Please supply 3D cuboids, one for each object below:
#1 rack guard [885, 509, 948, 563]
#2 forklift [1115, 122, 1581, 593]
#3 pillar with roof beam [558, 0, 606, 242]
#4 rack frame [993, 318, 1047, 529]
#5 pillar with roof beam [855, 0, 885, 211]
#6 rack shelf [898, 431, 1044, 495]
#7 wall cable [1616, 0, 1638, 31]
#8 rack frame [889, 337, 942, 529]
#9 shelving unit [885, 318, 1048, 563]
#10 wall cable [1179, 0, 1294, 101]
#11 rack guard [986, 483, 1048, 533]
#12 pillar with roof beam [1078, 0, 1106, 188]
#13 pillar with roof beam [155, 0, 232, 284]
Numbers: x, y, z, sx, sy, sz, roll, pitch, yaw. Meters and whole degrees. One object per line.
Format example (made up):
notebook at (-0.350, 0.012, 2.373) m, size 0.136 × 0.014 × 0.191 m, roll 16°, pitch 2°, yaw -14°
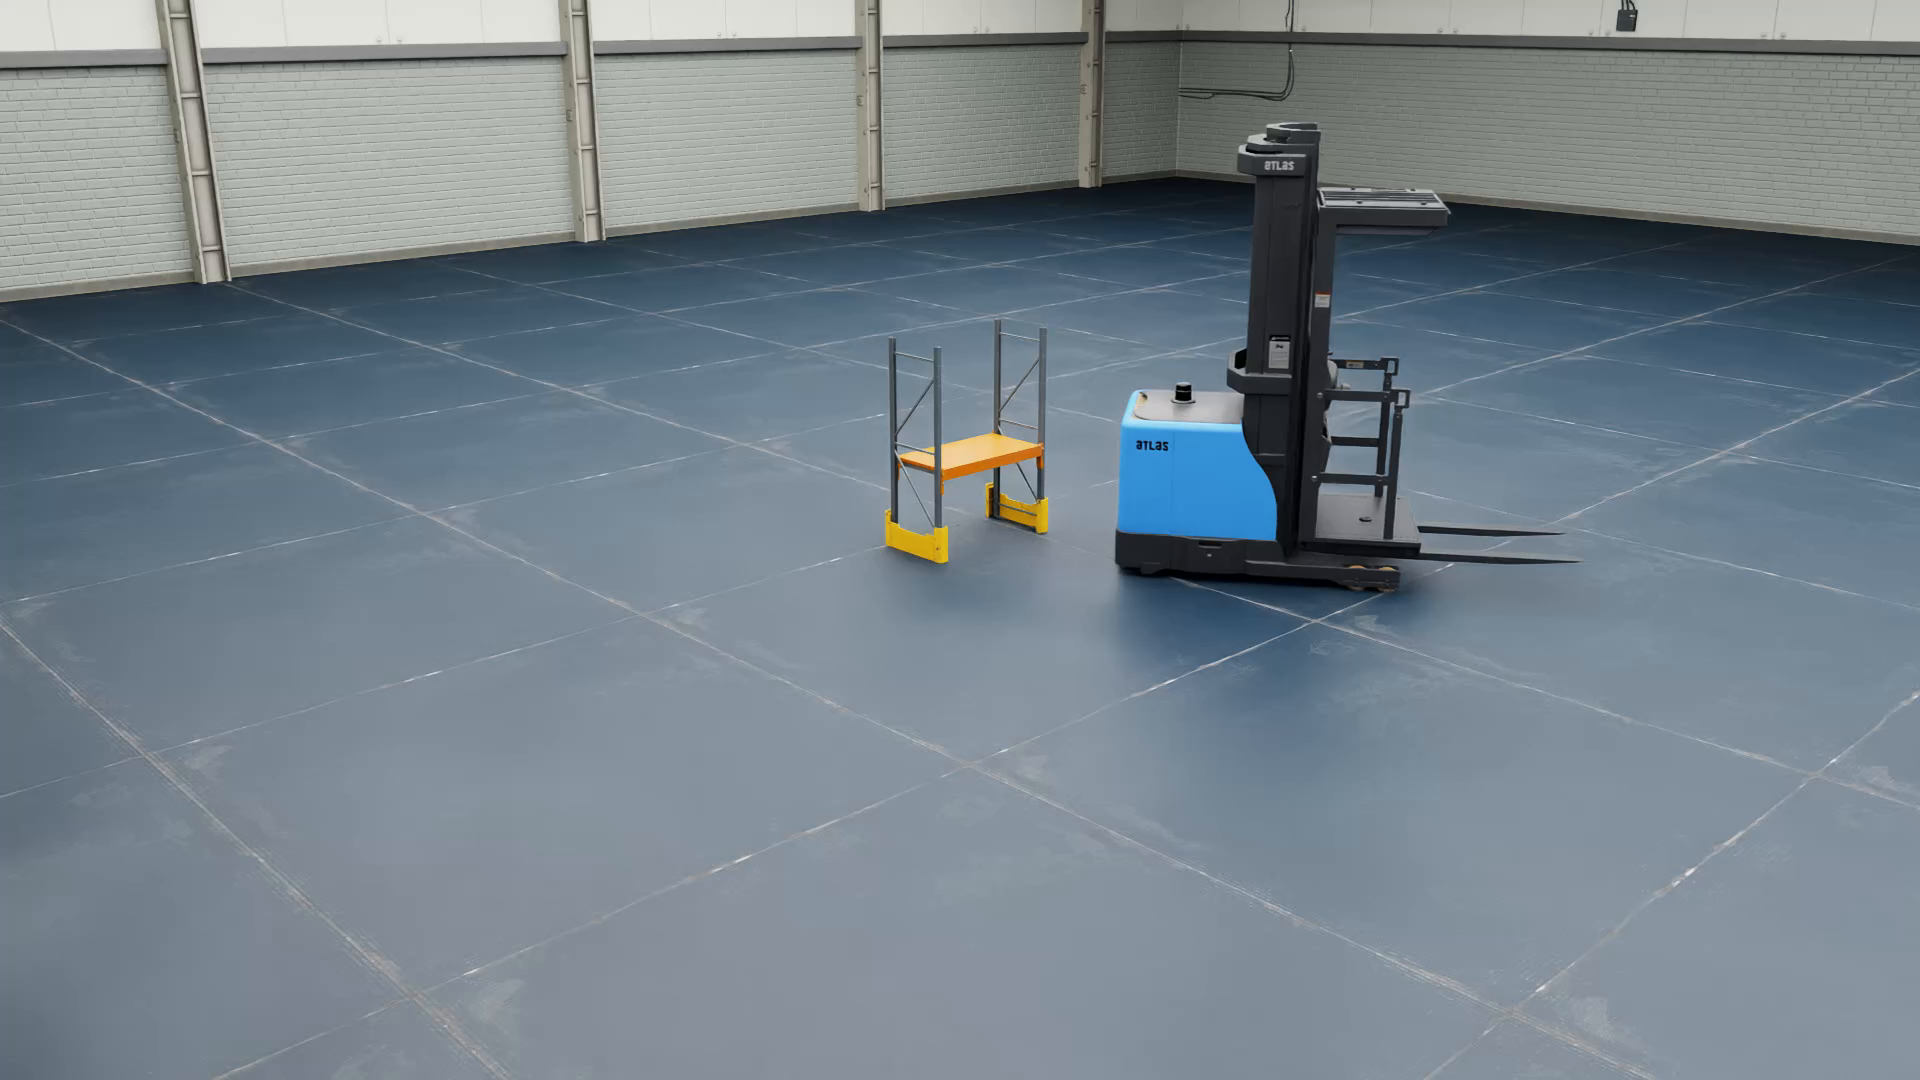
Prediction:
rack guard at (-0.306, -0.030, 11.670) m, size 0.087 × 0.250 × 0.587 m, roll -16°, pitch 24°, yaw -41°
forklift at (2.616, -1.227, 11.015) m, size 3.031 × 2.935 × 1.130 m, roll 3°, pitch 18°, yaw 10°
pillar with roof beam at (-3.043, -8.182, 22.629) m, size 0.400 × 9.000 × 9.100 m, roll -16°, pitch 24°, yaw -41°
rack frame at (0.431, -0.839, 12.141) m, size 0.032 × 1.500 × 0.500 m, roll -16°, pitch 24°, yaw -41°
pillar with roof beam at (1.316, -9.453, 26.550) m, size 0.400 × 9.000 × 9.100 m, roll -16°, pitch 24°, yaw -41°
rack shelf at (0.062, -0.560, 11.865) m, size 1.000 × 0.185 × 0.538 m, roll -16°, pitch 24°, yaw -41°
wall cable at (12.278, -11.504, 27.362) m, size 0.169 × 6.003 × 2.305 m, roll -16°, pitch 24°, yaw -41°
rack frame at (-0.307, -0.624, 11.477) m, size 0.032 × 1.500 × 0.500 m, roll -16°, pitch 24°, yaw -41°
shelving unit at (0.055, -0.730, 11.803) m, size 1.083 × 1.500 × 0.587 m, roll -16°, pitch 24°, yaw -41°
wall cable at (5.767, -10.540, 34.937) m, size 0.112 × 2.526 × 3.097 m, roll -16°, pitch 24°, yaw -41°
rack guard at (0.417, -0.241, 12.321) m, size 0.087 × 0.250 × 0.587 m, roll -16°, pitch 24°, yaw -41°
pillar with roof beam at (5.676, -10.724, 30.471) m, size 0.400 × 9.000 × 9.100 m, roll -16°, pitch 24°, yaw -41°
pillar with roof beam at (-7.403, -6.910, 18.707) m, size 0.400 × 9.000 × 9.100 m, roll -16°, pitch 24°, yaw -41°
